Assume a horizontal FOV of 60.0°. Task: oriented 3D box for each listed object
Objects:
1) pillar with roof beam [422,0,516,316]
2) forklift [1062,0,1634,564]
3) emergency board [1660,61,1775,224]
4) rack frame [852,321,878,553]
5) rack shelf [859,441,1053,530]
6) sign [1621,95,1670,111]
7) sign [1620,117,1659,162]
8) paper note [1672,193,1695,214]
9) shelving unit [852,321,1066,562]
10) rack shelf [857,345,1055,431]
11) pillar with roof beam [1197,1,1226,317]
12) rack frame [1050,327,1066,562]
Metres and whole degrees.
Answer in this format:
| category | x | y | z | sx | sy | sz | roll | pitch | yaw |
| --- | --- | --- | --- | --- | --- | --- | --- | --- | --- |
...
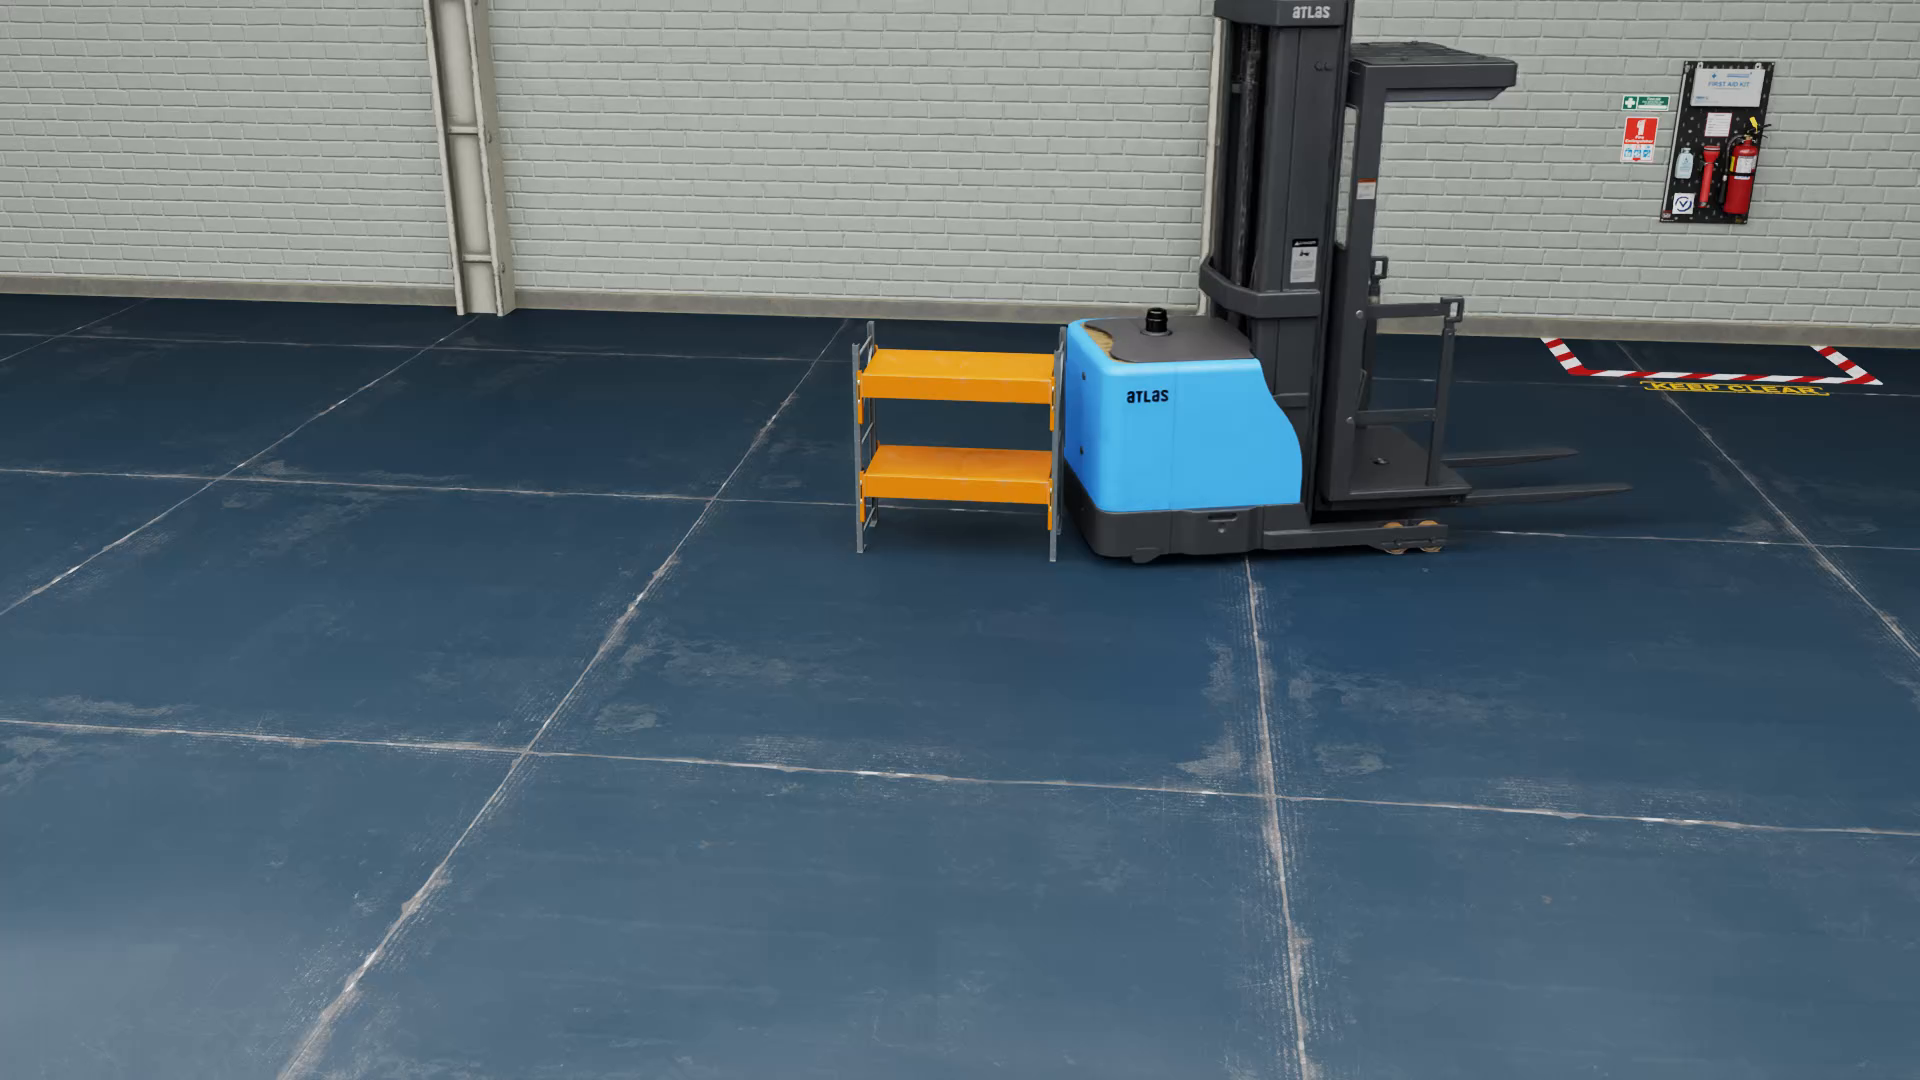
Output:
| category | x | y | z | sx | sy | sz | roll | pitch | yaw |
| --- | --- | --- | --- | --- | --- | --- | --- | --- | --- |
| pillar with roof beam | -4.406 | -4.503 | 8.091 | 0.400 | 9.000 | 9.100 | 2 | 22 | 6 |
| forklift | 2.125 | -1.476 | 8.685 | 3.031 | 2.935 | 1.130 | -3 | 22 | -8 |
| emergency board | 5.567 | -2.887 | 12.162 | 0.643 | 1.169 | 0.194 | 2 | 22 | 6 |
| rack frame | -0.498 | -0.545 | 8.788 | 0.032 | 1.125 | 0.500 | 2 | 22 | 6 |
| rack shelf | 0.007 | -0.295 | 8.822 | 1.000 | 0.278 | 0.538 | 2 | 22 | 6 |
| sign | 5.034 | -3.208 | 12.205 | 0.331 | 0.109 | 0.001 | 2 | 22 | 6 |
| sign | 5.030 | -2.965 | 12.312 | 0.234 | 0.329 | 0.001 | 2 | 22 | 6 |
| paper note | 5.400 | -2.510 | 12.407 | 0.142 | 0.148 | 0.016 | 2 | 22 | 6 |
| shelving unit | 0.007 | -0.523 | 8.732 | 1.048 | 1.125 | 0.538 | 2 | 22 | 6 |
| rack shelf | 0.007 | -0.795 | 8.625 | 1.000 | 0.278 | 0.538 | 2 | 22 | 6 |
| pillar with roof beam | 1.552 | -4.244 | 7.435 | 0.400 | 9.000 | 9.100 | 2 | 22 | 6 |
| rack frame | 0.512 | -0.501 | 8.677 | 0.032 | 1.125 | 0.500 | 2 | 22 | 6 |
